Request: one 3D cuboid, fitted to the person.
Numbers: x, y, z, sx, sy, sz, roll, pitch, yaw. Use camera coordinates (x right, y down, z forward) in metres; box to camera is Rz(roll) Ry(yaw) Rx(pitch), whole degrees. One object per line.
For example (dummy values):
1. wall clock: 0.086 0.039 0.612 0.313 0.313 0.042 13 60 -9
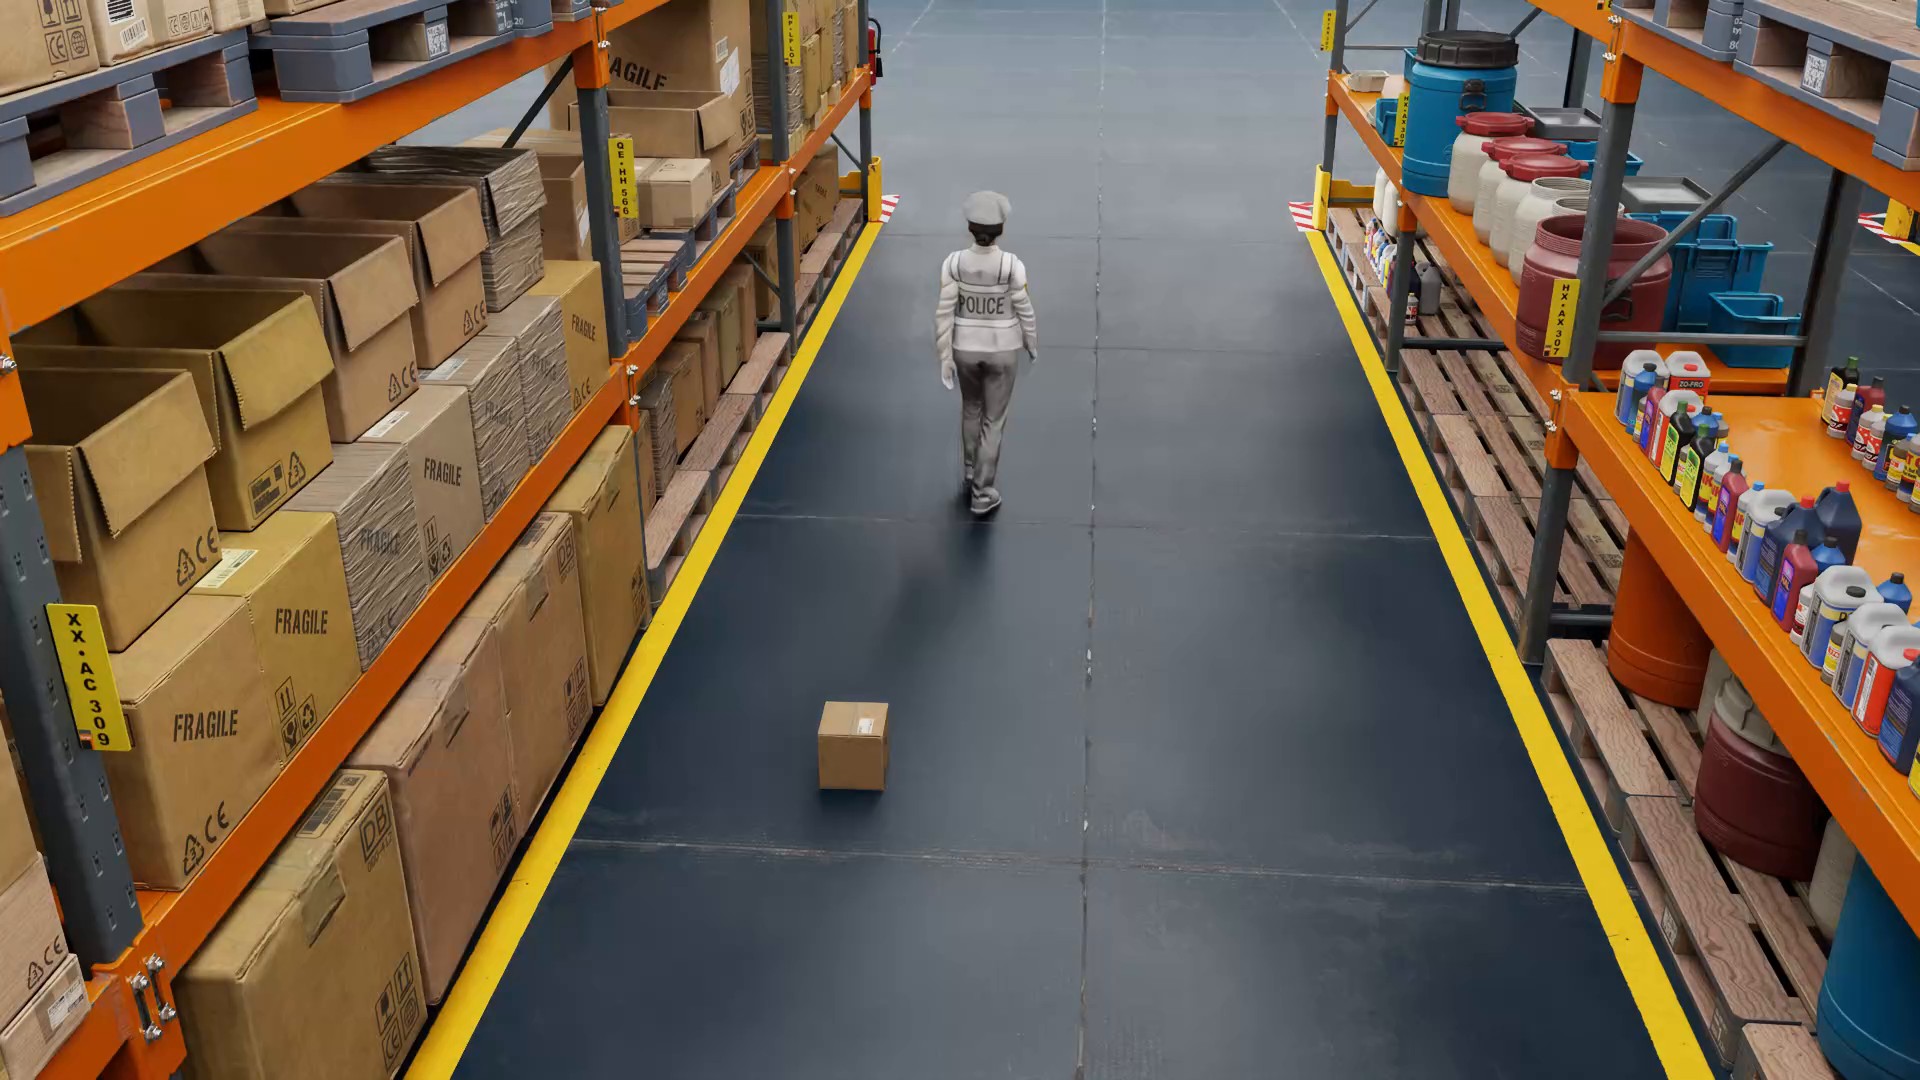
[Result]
1. person: 0.156 -0.973 8.716 0.486 1.740 0.615 7 26 16
